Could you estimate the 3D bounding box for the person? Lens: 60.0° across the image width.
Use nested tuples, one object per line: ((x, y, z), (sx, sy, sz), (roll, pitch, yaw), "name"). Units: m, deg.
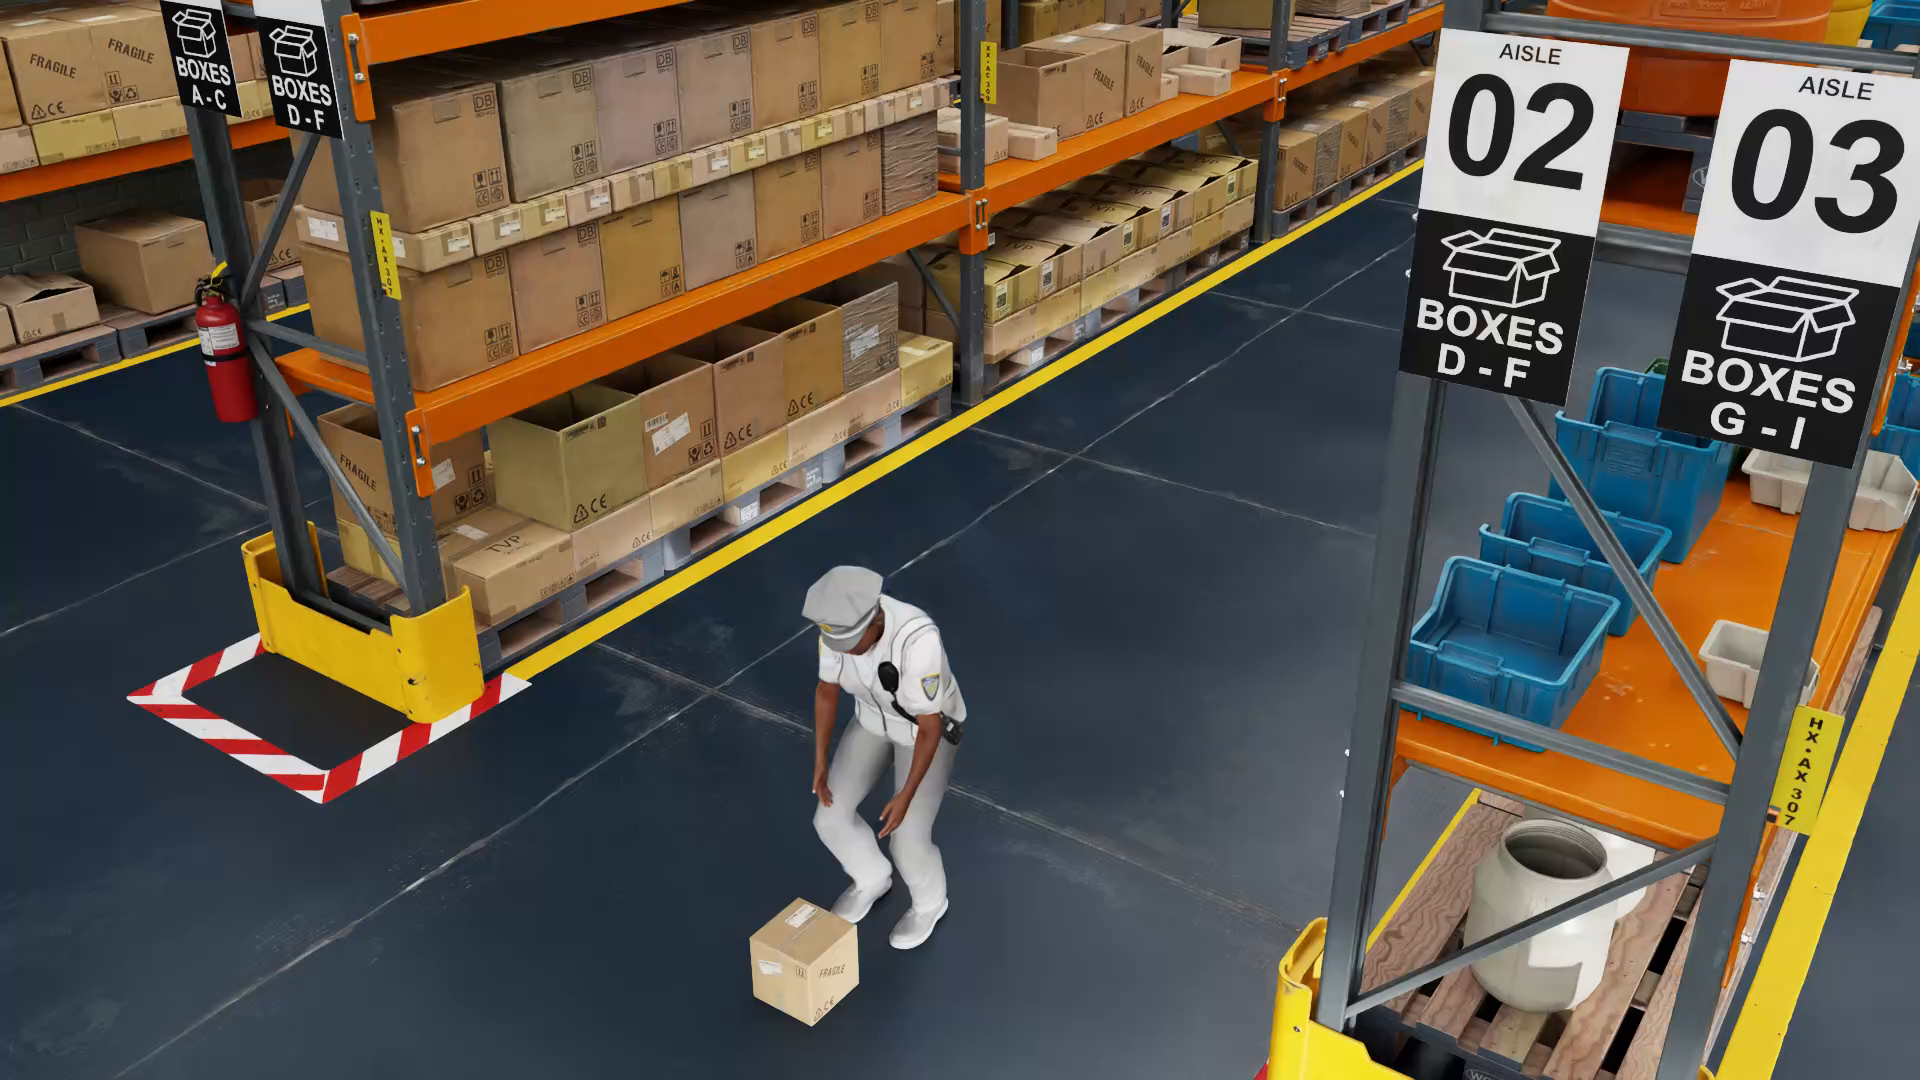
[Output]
((-0.237, 0.697, 5.488), (0.492, 1.464, 0.649), (18, 32, 31), "person")
